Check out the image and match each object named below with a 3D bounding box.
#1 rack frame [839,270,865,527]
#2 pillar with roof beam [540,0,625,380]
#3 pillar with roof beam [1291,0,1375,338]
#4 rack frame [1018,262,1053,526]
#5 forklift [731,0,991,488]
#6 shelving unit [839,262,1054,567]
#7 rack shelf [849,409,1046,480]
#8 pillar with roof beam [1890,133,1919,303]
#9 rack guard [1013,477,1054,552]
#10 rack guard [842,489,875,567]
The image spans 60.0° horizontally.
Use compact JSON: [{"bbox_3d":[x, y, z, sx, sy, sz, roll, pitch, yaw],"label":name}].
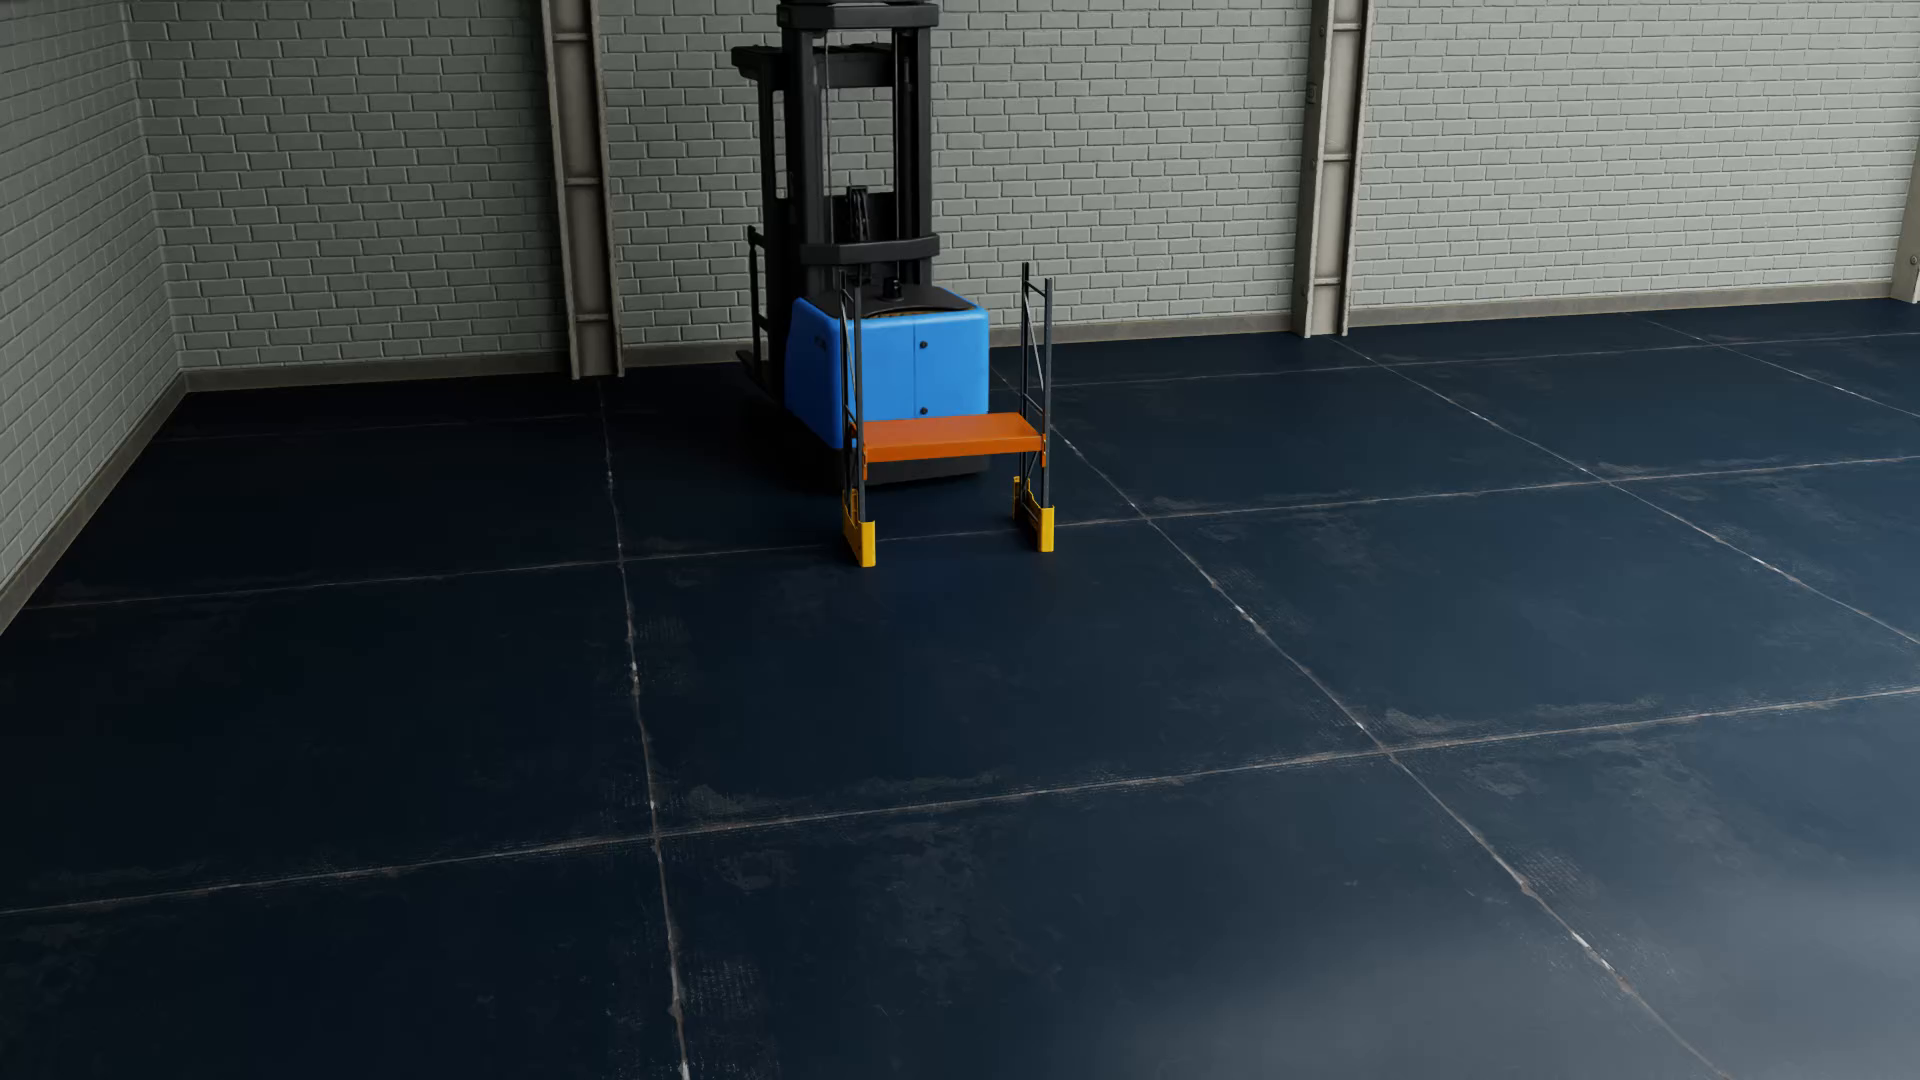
[{"bbox_3d":[-0.578,-0.657,8.928,0.032,1.500,0.500,-5,21,-12],"label":"rack frame"},{"bbox_3d":[-1.805,-4.072,7.347,0.400,9.000,9.100,-5,21,-12],"label":"pillar with roof beam"},{"bbox_3d":[4.034,-4.547,8.643,0.400,9.000,9.100,-5,21,-12],"label":"pillar with roof beam"},{"bbox_3d":[0.412,-0.738,9.148,0.032,1.500,0.500,-5,21,-12],"label":"rack frame"},{"bbox_3d":[-0.824,-2.157,10.941,1.130,2.935,3.031,-8,22,-20],"label":"forklift"},{"bbox_3d":[-0.074,-0.698,9.040,1.083,1.500,0.587,-5,21,-12],"label":"shelving unit"},{"bbox_3d":[-0.083,-0.529,9.100,1.000,0.185,0.538,-5,21,-12],"label":"rack shelf"},{"bbox_3d":[9.873,-5.021,9.940,0.400,9.000,9.100,-5,21,-12],"label":"pillar with roof beam"},{"bbox_3d":[0.410,-0.151,9.363,0.087,0.250,0.587,-5,21,-12],"label":"rack guard"},{"bbox_3d":[-0.559,-0.072,9.148,0.087,0.250,0.587,-5,21,-12],"label":"rack guard"}]
